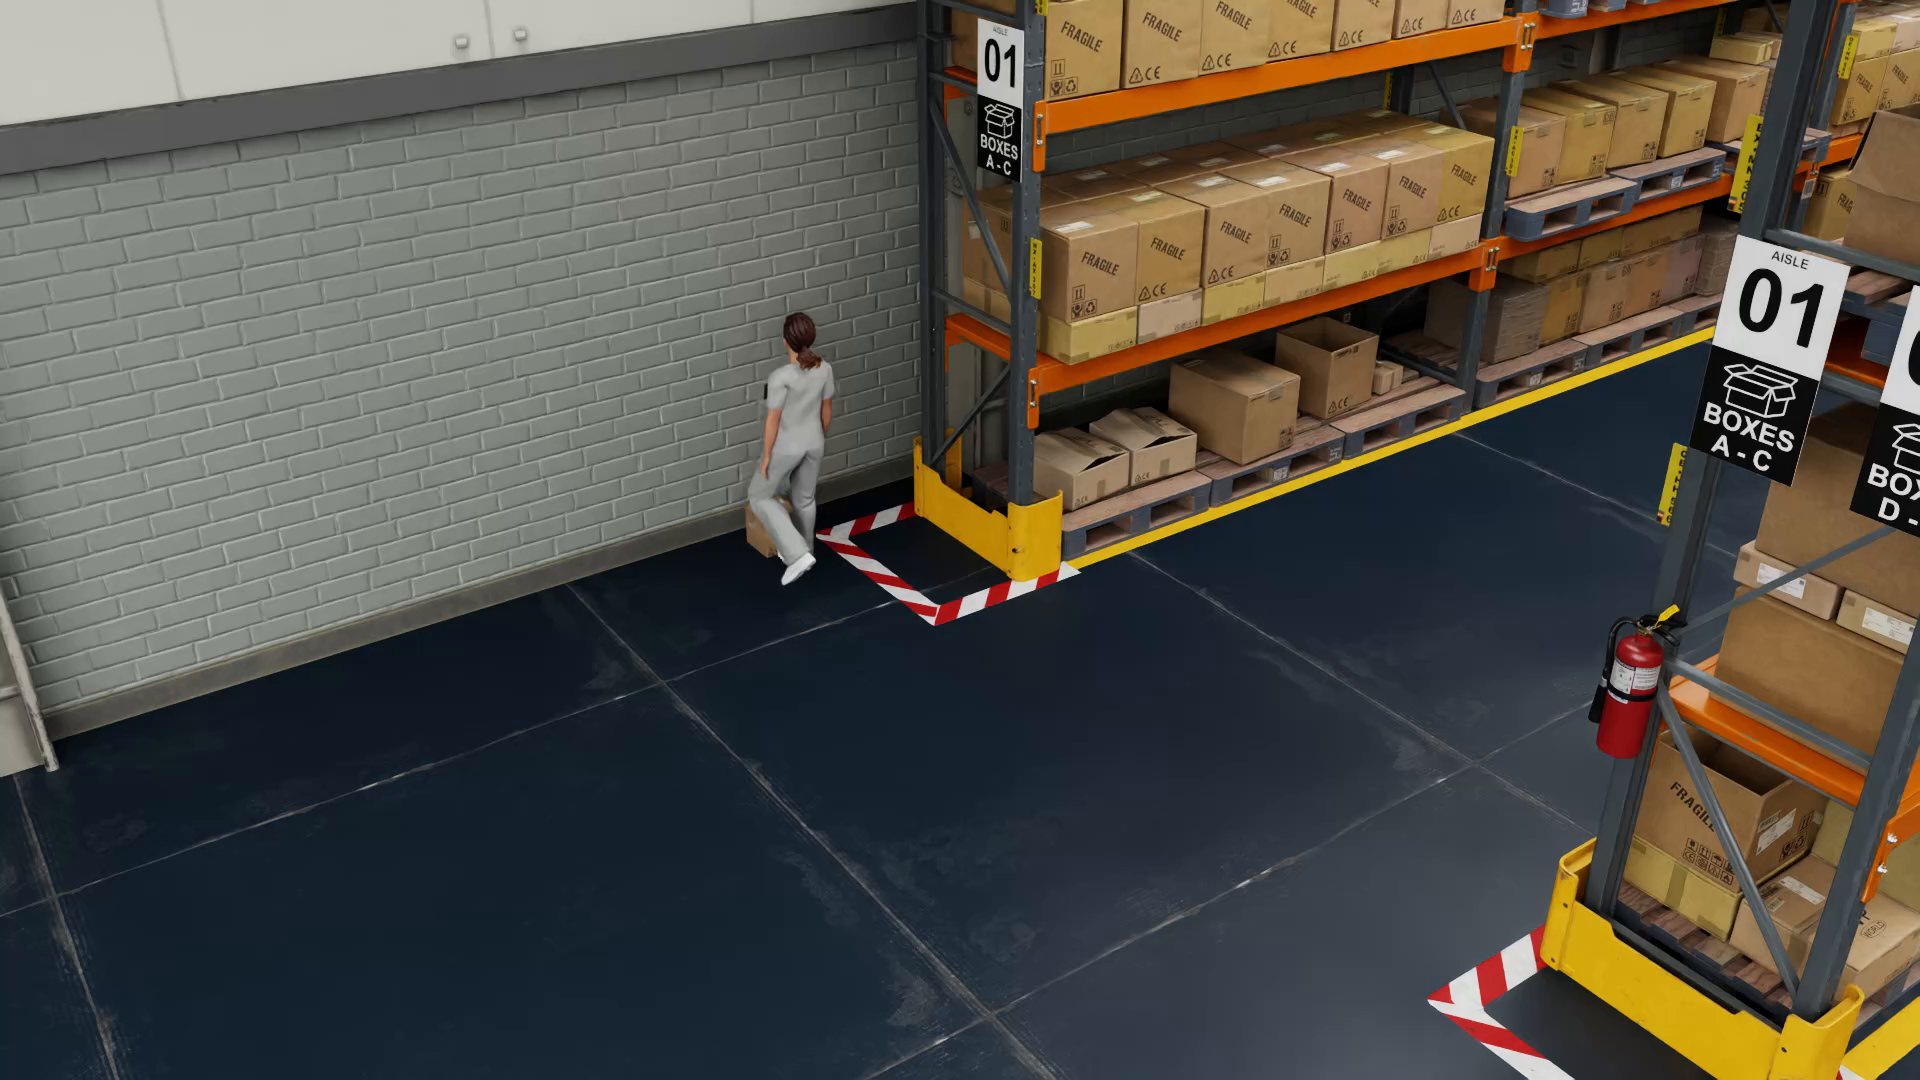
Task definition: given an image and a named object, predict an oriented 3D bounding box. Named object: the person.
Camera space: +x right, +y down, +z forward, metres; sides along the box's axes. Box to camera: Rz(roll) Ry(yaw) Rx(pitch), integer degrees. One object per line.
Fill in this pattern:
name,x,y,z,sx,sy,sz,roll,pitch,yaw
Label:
person,-0.961,-0.532,9.552,0.479,1.669,0.572,-22,36,-34
